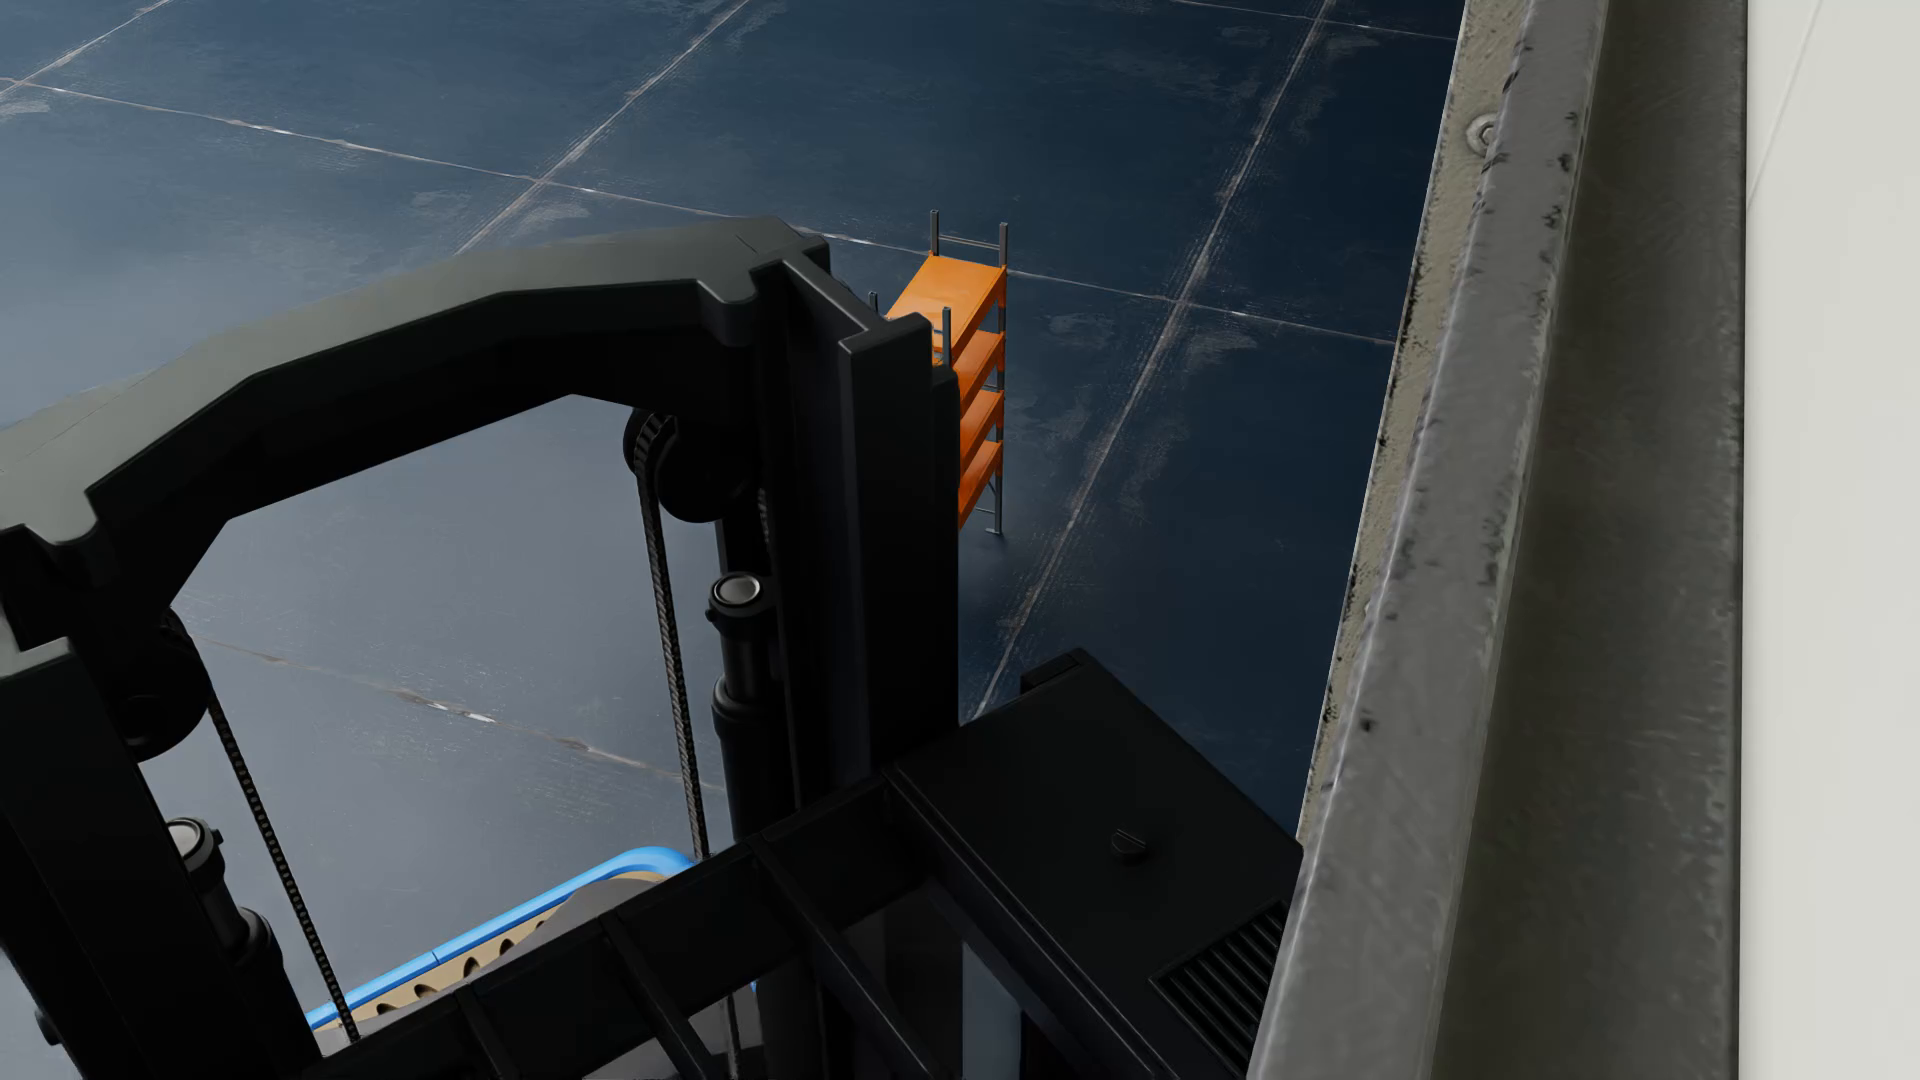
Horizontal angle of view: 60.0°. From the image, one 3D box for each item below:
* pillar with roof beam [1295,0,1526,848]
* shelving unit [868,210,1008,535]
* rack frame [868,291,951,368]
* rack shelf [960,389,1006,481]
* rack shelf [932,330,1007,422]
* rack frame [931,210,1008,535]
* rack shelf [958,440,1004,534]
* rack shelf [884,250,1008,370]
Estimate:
[{"bbox_3d":[-3.061,-3.262,2.568,9.100,9.000,0.400,13,42,15],"label":"pillar with roof beam"},{"bbox_3d":[-0.057,-0.355,5.170,0.258,1.200,0.503,13,42,15],"label":"shelving unit"},{"bbox_3d":[-0.140,-0.207,4.996,0.240,1.200,0.015,13,42,15],"label":"rack frame"},{"bbox_3d":[-0.057,-0.304,5.214,0.258,0.148,0.480,13,42,15],"label":"rack shelf"},{"bbox_3d":[-0.057,-0.474,5.069,0.258,0.148,0.480,13,42,15],"label":"rack shelf"},{"bbox_3d":[0.027,-0.504,5.345,0.240,1.200,0.015,13,42,15],"label":"rack frame"},{"bbox_3d":[-0.057,-0.153,5.343,0.258,0.148,0.480,13,42,15],"label":"rack shelf"},{"bbox_3d":[-0.057,-0.654,4.915,0.258,0.148,0.480,13,42,15],"label":"rack shelf"}]
